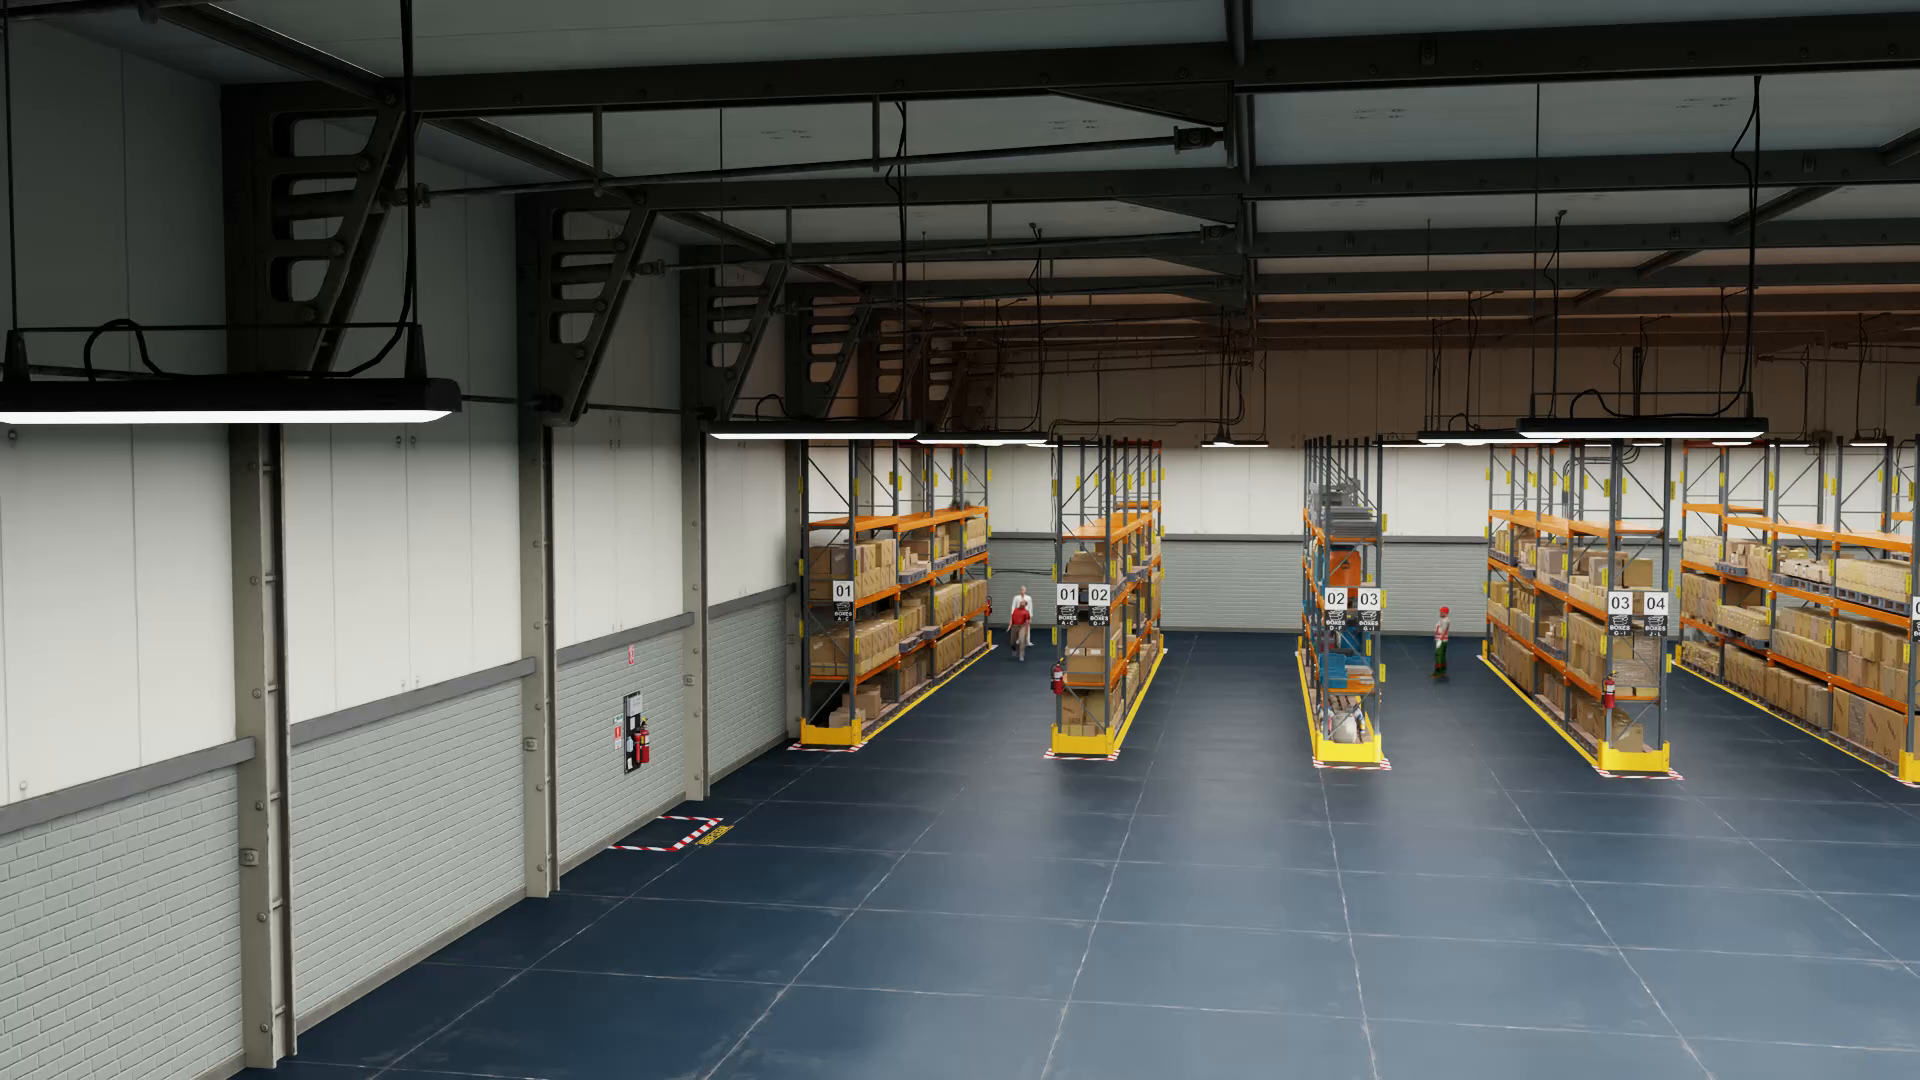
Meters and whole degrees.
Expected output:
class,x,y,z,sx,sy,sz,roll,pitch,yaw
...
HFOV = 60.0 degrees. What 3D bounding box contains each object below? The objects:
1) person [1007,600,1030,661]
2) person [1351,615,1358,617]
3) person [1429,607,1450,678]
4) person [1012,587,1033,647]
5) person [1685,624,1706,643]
class,x,y,z,sx,sy,sz,roll,pitch,yaw
person,1.601,2.445,45.253,0.624,1.637,0.857,0,3,7
person,11.837,2.229,49.534,0.517,1.652,0.377,2,3,27
person,12.069,2.569,41.824,0.494,1.789,0.613,2,3,27
person,1.825,2.229,48.516,0.666,1.721,1.095,-1,3,-11
person,20.221,2.374,45.655,0.935,1.718,0.685,2,4,31
